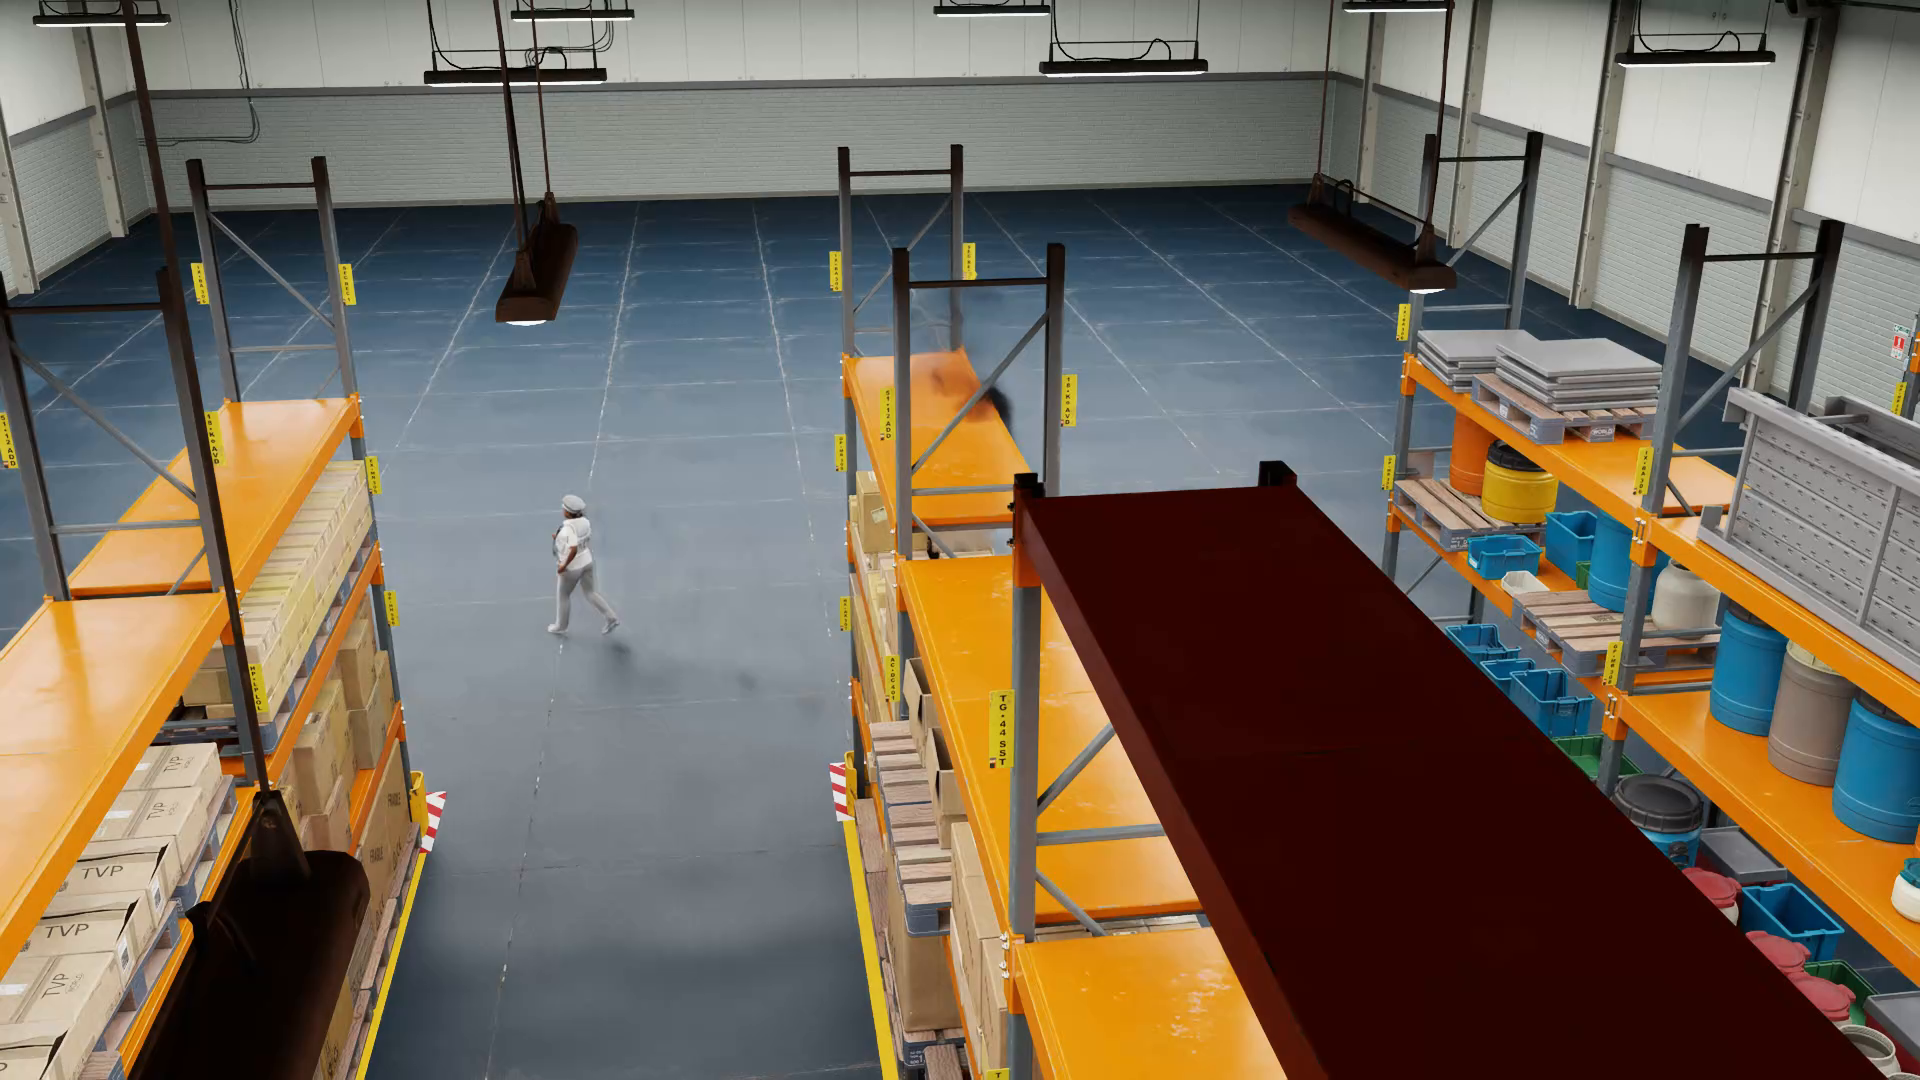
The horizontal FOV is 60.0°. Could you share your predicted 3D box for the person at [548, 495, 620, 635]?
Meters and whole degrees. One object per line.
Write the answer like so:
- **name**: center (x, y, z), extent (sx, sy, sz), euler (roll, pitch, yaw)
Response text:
- **person**: center (-4.269, 0.303, 18.525), extent (0.939, 1.682, 0.576), euler (11, 24, 26)
